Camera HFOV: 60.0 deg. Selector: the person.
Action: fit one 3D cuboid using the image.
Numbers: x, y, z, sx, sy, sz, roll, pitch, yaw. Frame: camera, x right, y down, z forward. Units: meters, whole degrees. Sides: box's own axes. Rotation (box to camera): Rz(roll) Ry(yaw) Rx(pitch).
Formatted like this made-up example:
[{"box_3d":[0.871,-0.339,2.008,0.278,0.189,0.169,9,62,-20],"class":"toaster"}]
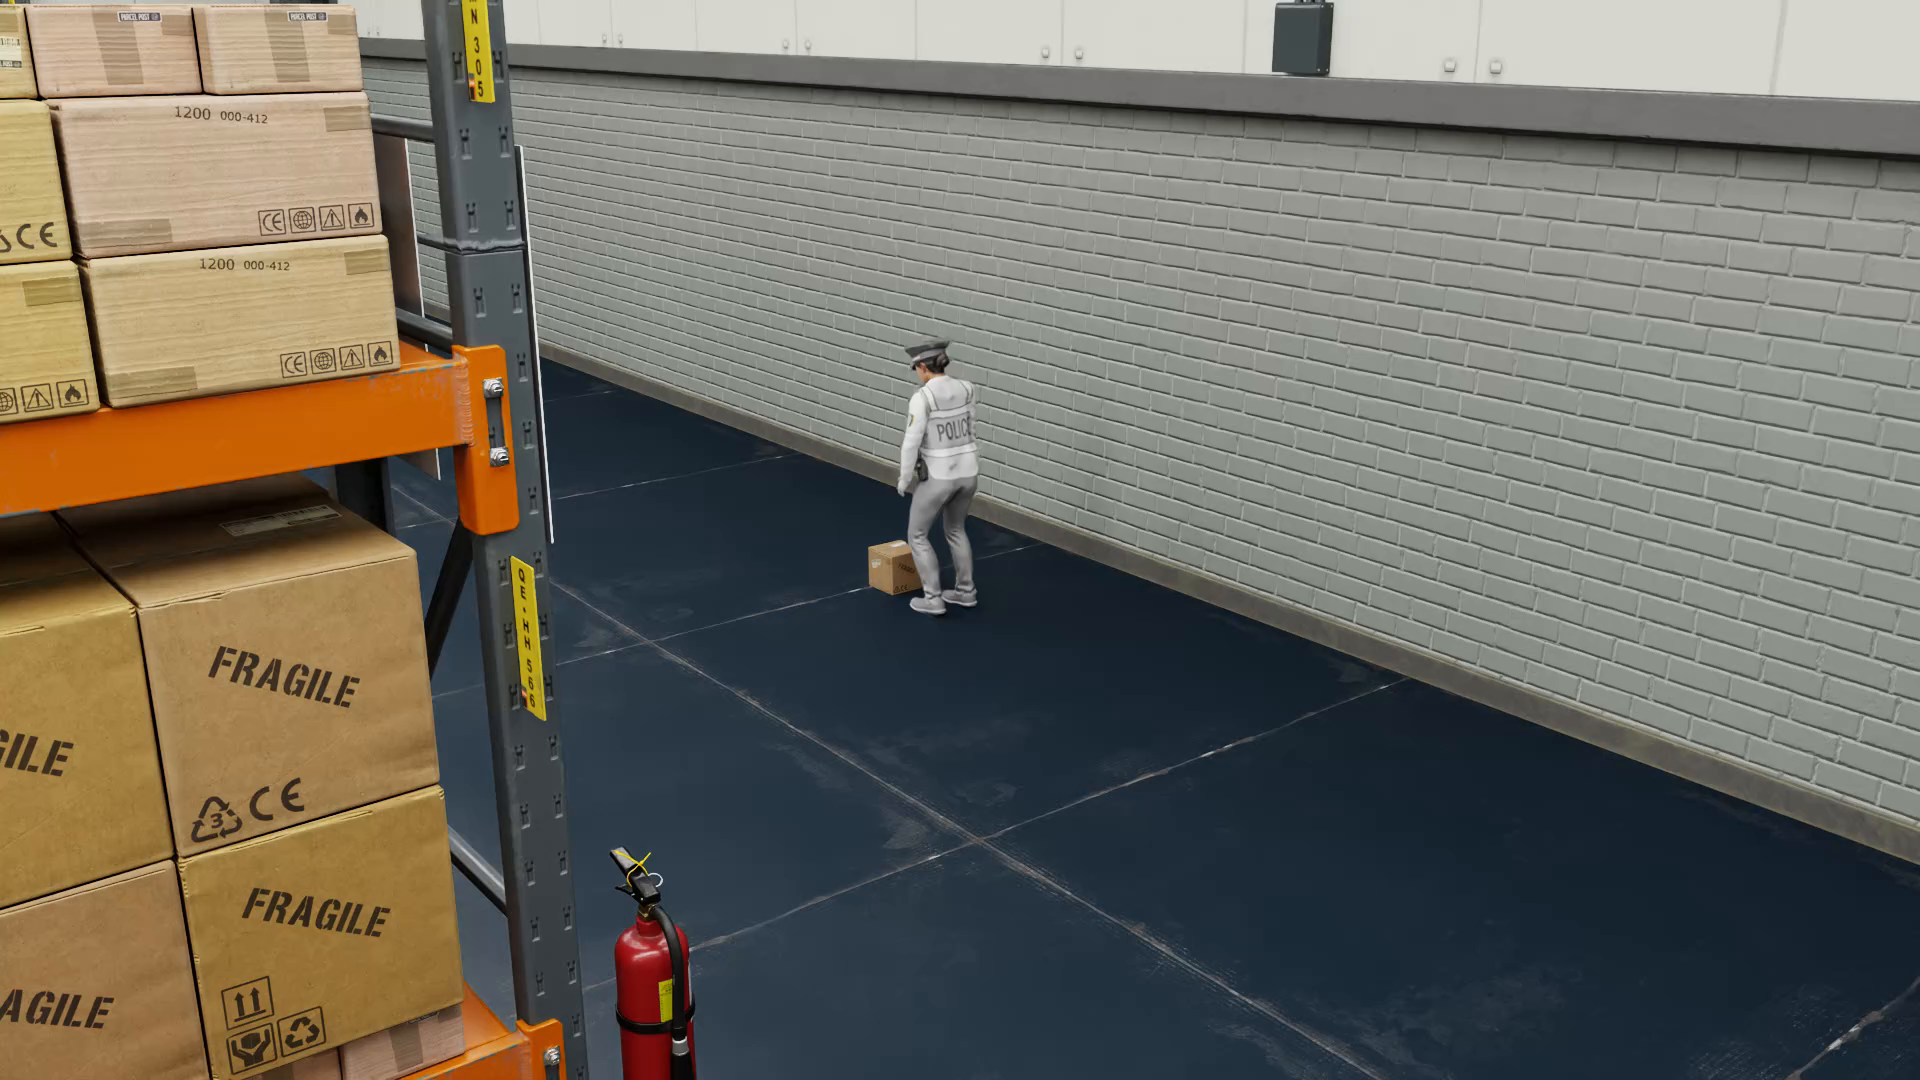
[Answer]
[{"box_3d":[-0.127,-0.363,9.765,0.500,1.626,0.446,-13,22,-35],"class":"person"}]
